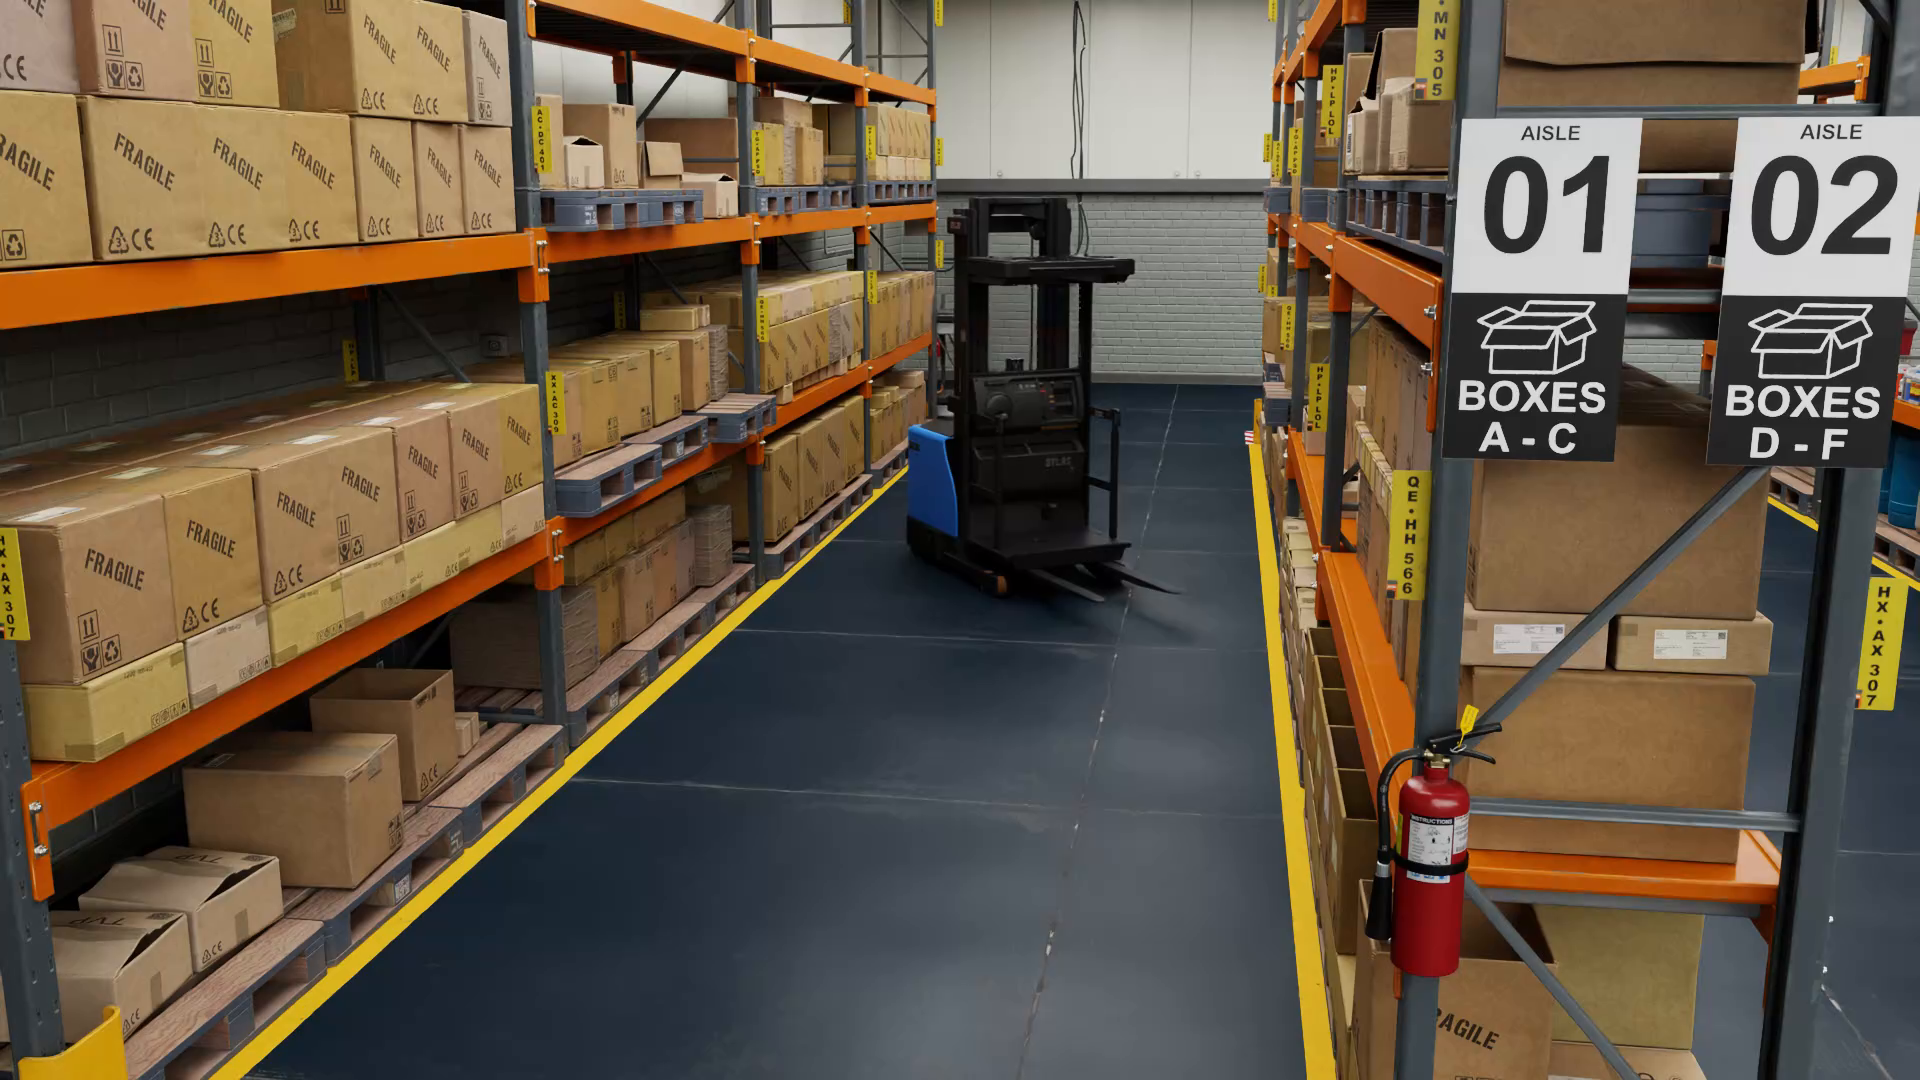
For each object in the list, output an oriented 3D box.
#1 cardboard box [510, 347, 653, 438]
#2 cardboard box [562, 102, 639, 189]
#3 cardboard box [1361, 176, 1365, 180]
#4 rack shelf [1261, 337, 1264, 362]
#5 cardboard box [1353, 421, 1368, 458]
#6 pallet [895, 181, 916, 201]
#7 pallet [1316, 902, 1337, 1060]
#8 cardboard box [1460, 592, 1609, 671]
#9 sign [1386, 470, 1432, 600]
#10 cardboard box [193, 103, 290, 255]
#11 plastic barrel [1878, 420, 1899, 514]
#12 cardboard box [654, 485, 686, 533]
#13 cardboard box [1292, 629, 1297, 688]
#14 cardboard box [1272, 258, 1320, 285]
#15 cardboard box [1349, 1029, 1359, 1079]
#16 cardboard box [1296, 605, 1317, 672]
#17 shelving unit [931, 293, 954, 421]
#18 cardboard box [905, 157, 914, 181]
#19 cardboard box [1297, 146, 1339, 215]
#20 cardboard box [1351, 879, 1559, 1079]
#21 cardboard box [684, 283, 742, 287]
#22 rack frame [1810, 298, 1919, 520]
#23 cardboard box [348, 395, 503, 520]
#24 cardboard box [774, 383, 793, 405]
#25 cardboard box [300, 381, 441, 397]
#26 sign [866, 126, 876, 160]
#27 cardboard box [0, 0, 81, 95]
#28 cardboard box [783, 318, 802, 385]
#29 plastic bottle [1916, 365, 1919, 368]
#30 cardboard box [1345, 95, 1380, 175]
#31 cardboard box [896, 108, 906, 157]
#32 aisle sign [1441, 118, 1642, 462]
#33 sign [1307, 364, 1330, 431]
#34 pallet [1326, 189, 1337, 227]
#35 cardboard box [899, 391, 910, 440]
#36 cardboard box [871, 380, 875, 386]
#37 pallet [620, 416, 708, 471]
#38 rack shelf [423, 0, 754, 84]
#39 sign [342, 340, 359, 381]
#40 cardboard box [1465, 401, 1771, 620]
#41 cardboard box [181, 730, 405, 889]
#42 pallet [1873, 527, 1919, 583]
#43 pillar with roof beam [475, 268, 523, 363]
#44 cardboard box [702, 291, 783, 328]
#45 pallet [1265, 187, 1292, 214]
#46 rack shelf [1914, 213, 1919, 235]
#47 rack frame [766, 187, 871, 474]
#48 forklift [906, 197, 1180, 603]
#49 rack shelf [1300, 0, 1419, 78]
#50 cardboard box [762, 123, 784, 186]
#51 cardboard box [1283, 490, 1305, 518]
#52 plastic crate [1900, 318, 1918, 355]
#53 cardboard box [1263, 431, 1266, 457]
[{"bbox_3d":[-2.357,-0.924,10.377,0.700,0.500,0.500,4,13,16],"label":"cardboard box"},{"bbox_3d":[-2.280,-2.389,10.105,0.500,0.500,0.500,1,12,7],"label":"cardboard box"},{"bbox_3d":[2.702,-2.247,10.040,0.500,0.250,0.500,2,12,8],"label":"cardboard box"},{"bbox_3d":[3.801,-1.871,17.762,1.077,0.370,4.000,2,12,9],"label":"rack shelf"},{"bbox_3d":[2.030,-0.457,7.718,0.380,0.149,0.250,2,12,9],"label":"cardboard box"},{"bbox_3d":[-1.076,-3.812,18.153,1.003,0.211,1.213,2,12,9],"label":"pallet"},{"bbox_3d":[1.914,1.641,6.377,1.003,0.211,1.213,2,12,9],"label":"pallet"},{"bbox_3d":[1.518,0.240,4.482,0.380,0.149,0.250,2,12,8],"label":"cardboard box"},{"bbox_3d":[1.114,-0.011,4.111,0.100,0.325,0.005,2,12,9],"label":"sign"},{"bbox_3d":[-2.755,-1.273,5.877,0.500,0.500,0.500,2,12,11],"label":"cardboard box"},{"bbox_3d":[8.287,-0.712,14.660,0.600,0.901,0.708,2,12,9],"label":"plastic barrel"},{"bbox_3d":[-2.226,-0.225,11.526,0.500,0.250,0.500,2,12,10],"label":"cardboard box"},{"bbox_3d":[2.198,0.690,9.699,0.500,0.250,0.500,2,12,10],"label":"cardboard box"},{"bbox_3d":[3.391,-2.564,16.661,0.500,0.500,0.500,2,12,8],"label":"cardboard box"},{"bbox_3d":[1.438,1.709,4.971,0.500,0.250,0.500,2,12,9],"label":"cardboard box"},{"bbox_3d":[2.116,0.522,9.151,0.500,0.311,0.500,2,12,10],"label":"cardboard box"},{"bbox_3d":[-0.001,-1.071,14.480,0.431,2.100,0.503,2,12,8],"label":"shelving unit"},{"bbox_3d":[-0.791,-4.068,18.251,0.500,0.250,0.500,2,12,7],"label":"cardboard box"},{"bbox_3d":[2.912,-2.581,11.991,0.910,0.500,0.500,2,12,9],"label":"cardboard box"},{"bbox_3d":[1.436,1.343,4.893,0.500,0.500,0.500,2,12,9],"label":"cardboard box"},{"bbox_3d":[-2.038,-2.021,13.981,0.500,0.250,0.500,2,12,7],"label":"cardboard box"},{"bbox_3d":[8.387,-1.645,15.006,1.000,3.000,0.127,2,12,9],"label":"rack frame"},{"bbox_3d":[-2.471,-0.391,7.717,0.500,0.500,0.500,2,12,8],"label":"cardboard box"},{"bbox_3d":[-1.566,-1.186,13.426,0.380,0.149,0.250,2,12,10],"label":"cardboard box"},{"bbox_3d":[-2.911,-0.513,8.280,0.500,0.500,0.500,2,12,7],"label":"cardboard box"},{"bbox_3d":[-0.864,-3.823,16.020,0.100,0.325,0.005,2,12,9],"label":"sign"},{"bbox_3d":[-2.948,-1.554,4.806,0.500,0.500,0.500,1,12,5],"label":"cardboard box"},{"bbox_3d":[-1.600,-1.539,13.523,0.500,0.500,0.500,2,12,11],"label":"cardboard box"},{"bbox_3d":[7.947,-1.303,13.712,0.152,0.276,0.135,2,12,9],"label":"plastic bottle"},{"bbox_3d":[1.842,-1.629,6.693,0.500,0.311,0.500,1,12,6],"label":"cardboard box"},{"bbox_3d":[-0.872,-4.329,17.684,0.500,0.500,0.500,2,12,9],"label":"cardboard box"},{"bbox_3d":[1.347,-0.575,3.870,0.394,0.787,0.004,2,12,9],"label":"aisle sign"},{"bbox_3d":[1.725,-0.684,7.986,0.100,0.325,0.005,2,12,9],"label":"sign"},{"bbox_3d":[2.693,-1.971,9.845,1.003,0.211,1.213,2,12,11],"label":"pallet"},{"bbox_3d":[-0.949,-1.424,18.918,0.700,0.500,0.500,1,12,7],"label":"cardboard box"},{"bbox_3d":[-1.167,-1.719,18.745,0.380,0.149,0.250,2,12,9],"label":"cardboard box"},{"bbox_3d":[-2.281,-0.626,10.734,1.003,0.211,1.213,2,12,9],"label":"pallet"},{"bbox_3d":[-2.325,-3.102,10.186,1.077,0.370,4.000,2,12,9],"label":"rack shelf"},{"bbox_3d":[-3.181,-0.884,8.726,0.100,0.325,0.005,2,12,9],"label":"sign"},{"bbox_3d":[1.740,-0.099,4.516,0.700,0.500,0.500,2,12,9],"label":"cardboard box"},{"bbox_3d":[-2.802,1.128,7.028,0.700,0.500,0.500,1,12,5],"label":"cardboard box"},{"bbox_3d":[8.042,0.132,13.379,1.003,0.211,1.213,2,12,9],"label":"pallet"},{"bbox_3d":[1.182,-3.684,10.227,9.100,9.000,0.400,2,12,9],"label":"pillar with roof beam"},{"bbox_3d":[-1.688,-1.796,12.937,0.500,0.250,0.500,2,12,10],"label":"cardboard box"},{"bbox_3d":[3.167,-2.831,13.837,1.213,0.211,1.003,2,12,9],"label":"pallet"},{"bbox_3d":[8.080,-2.343,12.834,1.077,0.370,4.000,2,12,9],"label":"rack shelf"},{"bbox_3d":[-1.402,-1.966,16.496,1.000,3.000,0.127,2,12,9],"label":"rack frame"},{"bbox_3d":[0.623,-1.108,12.676,1.130,2.935,3.031,-6,13,-24],"label":"forklift"},{"bbox_3d":[2.571,-2.943,9.445,1.077,0.370,4.000,2,12,9],"label":"rack shelf"},{"bbox_3d":[-1.872,-3.193,13.788,0.700,0.500,0.500,3,12,12],"label":"cardboard box"},{"bbox_3d":[2.790,-0.169,13.047,0.500,0.500,0.500,2,12,11],"label":"cardboard box"},{"bbox_3d":[8.772,-1.883,15.818,0.402,0.464,0.583,2,12,9],"label":"plastic crate"},{"bbox_3d":[3.416,-0.991,17.309,0.500,0.311,0.500,2,12,9],"label":"cardboard box"}]
